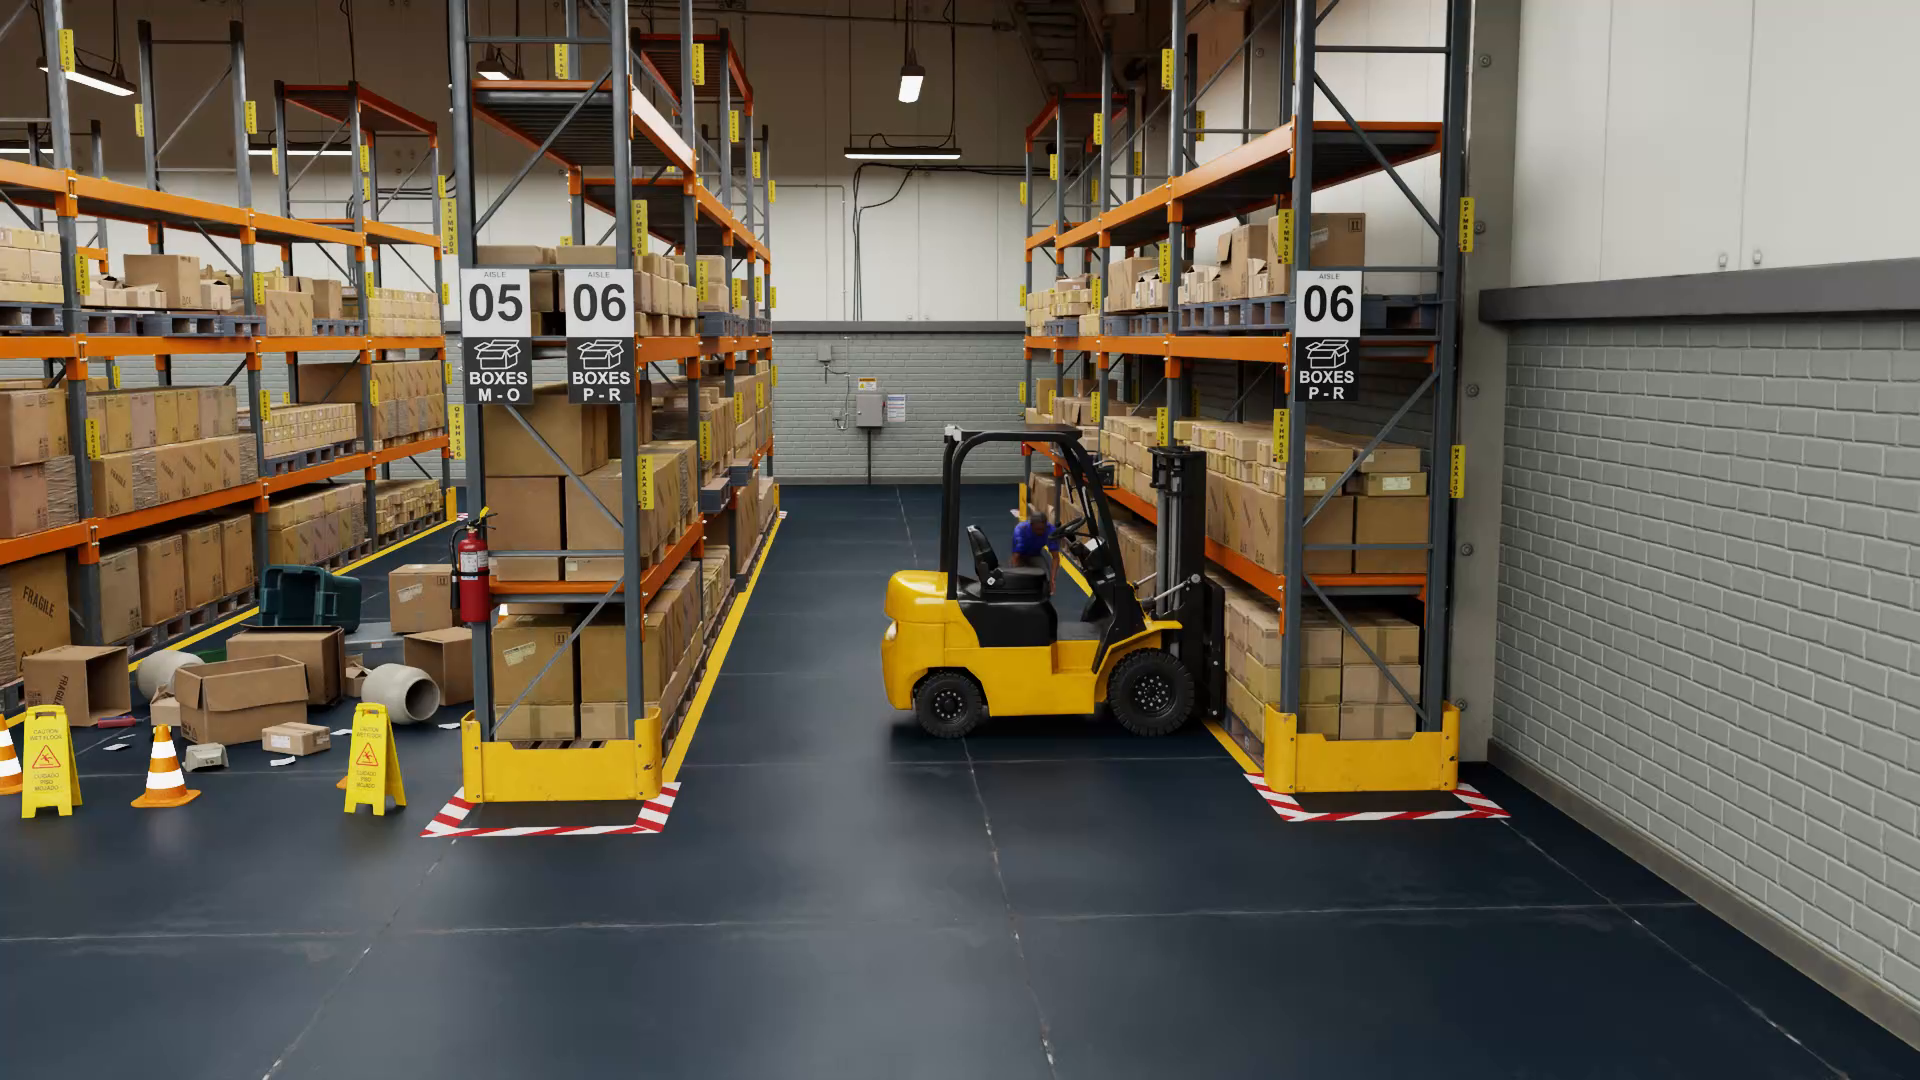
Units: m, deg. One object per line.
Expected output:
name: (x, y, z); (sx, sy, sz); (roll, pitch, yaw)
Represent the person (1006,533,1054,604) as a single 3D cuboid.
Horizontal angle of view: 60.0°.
person: (0.701, 0.389, 16.372); (0.464, 0.864, 0.865); (-1, 7, -8)
